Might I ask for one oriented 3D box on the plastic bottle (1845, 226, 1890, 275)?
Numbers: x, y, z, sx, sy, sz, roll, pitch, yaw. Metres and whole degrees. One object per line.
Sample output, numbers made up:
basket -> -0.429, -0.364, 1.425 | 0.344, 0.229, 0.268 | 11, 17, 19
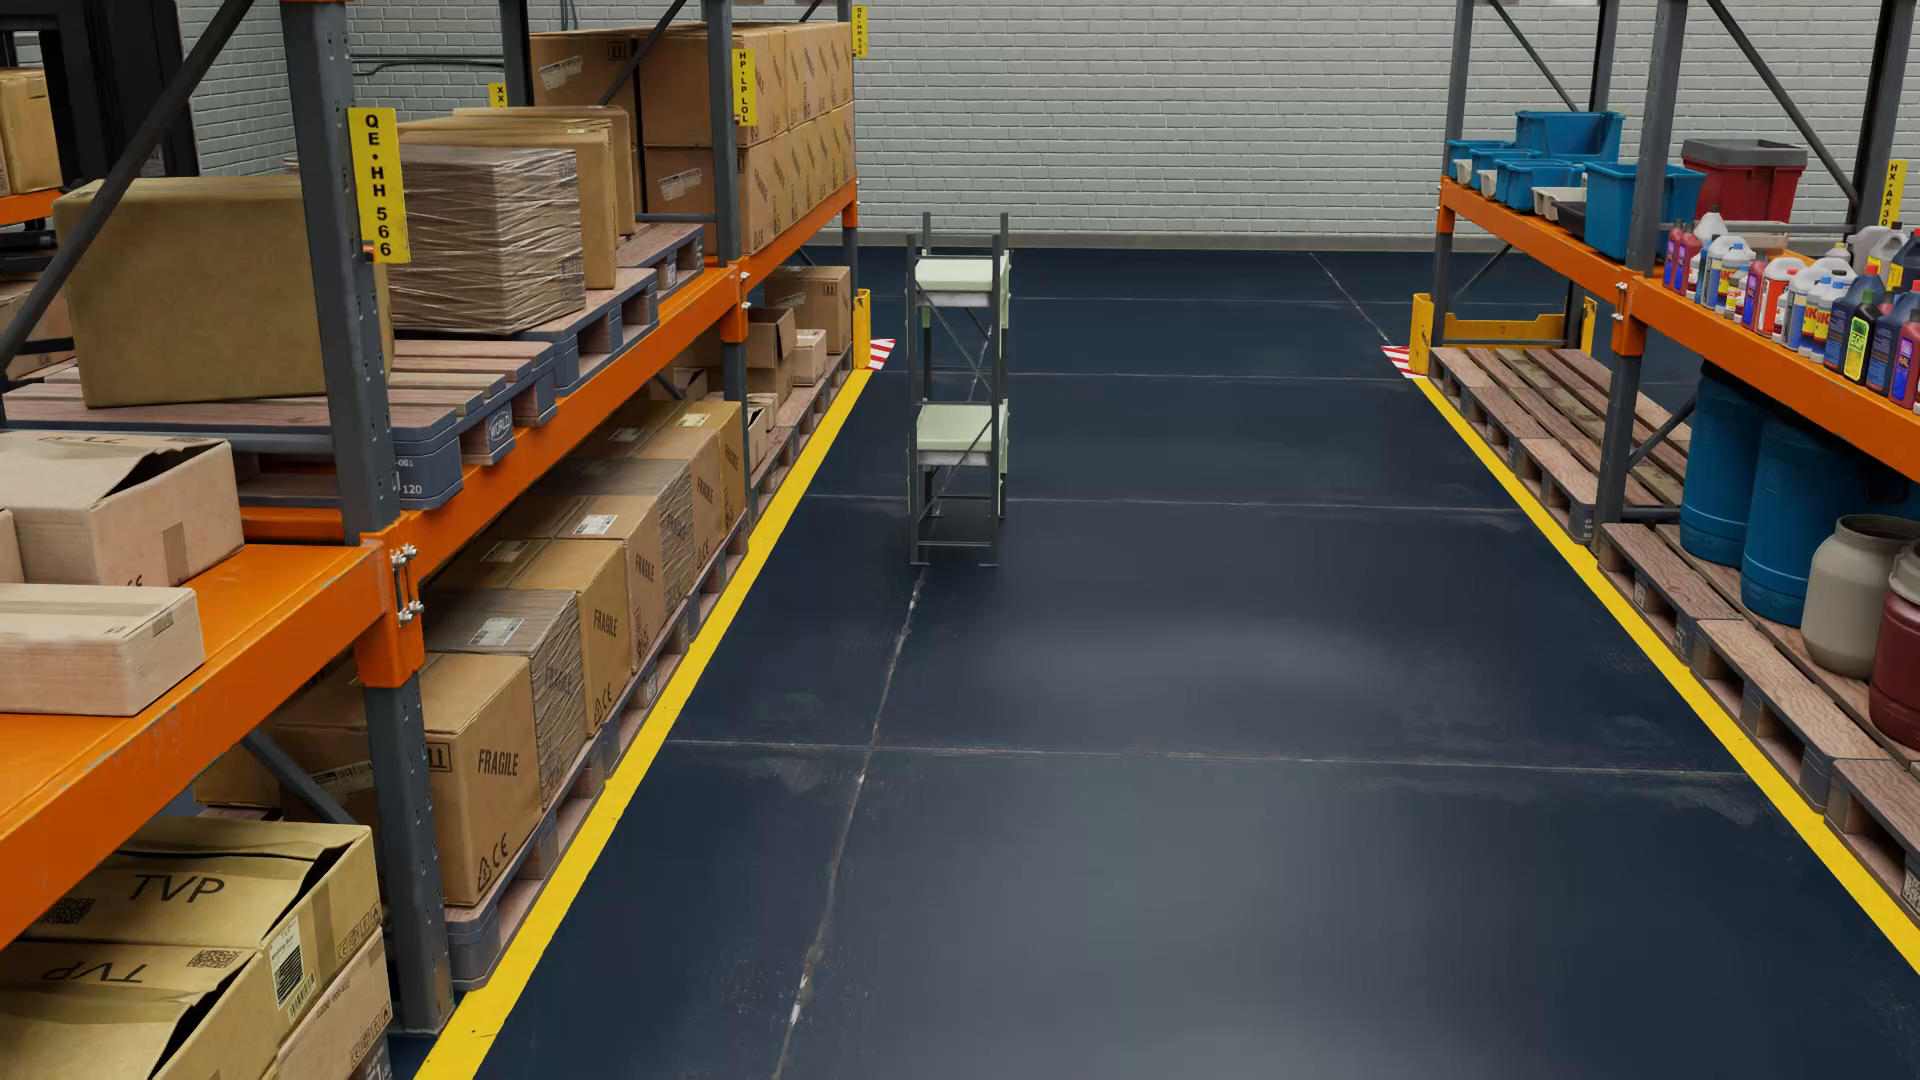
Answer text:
plastic bottle -> 3.729, -1.157, 6.836 | 0.152, 0.276, 0.135 | 1, 18, 4

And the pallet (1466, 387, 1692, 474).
pallet -> 3.534, -0.630, 9.506 | 1.003, 0.211, 1.213 | 1, 18, 4

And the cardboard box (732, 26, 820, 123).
cardboard box -> -1.081, -2.600, 9.276 | 0.500, 0.500, 0.500 | 2, 18, 6

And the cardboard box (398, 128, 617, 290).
cardboard box -> -1.570, -1.154, 5.794 | 0.700, 0.500, 0.500 | -3, 18, -10

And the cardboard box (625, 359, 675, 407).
cardboard box -> -1.747, -0.662, 8.434 | 0.500, 0.500, 0.500 | 1, 18, 4

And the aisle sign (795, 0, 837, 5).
aisle sign -> -0.908, -3.949, 10.984 | 0.394, 0.787, 0.004 | 1, 18, 4

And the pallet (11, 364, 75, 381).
pallet -> -6.229, -0.856, 10.197 | 1.003, 0.211, 1.213 | 1, 18, 4

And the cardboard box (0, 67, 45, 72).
cardboard box -> -6.186, -2.793, 11.148 | 0.980, 0.700, 0.700 | 2, 18, 6

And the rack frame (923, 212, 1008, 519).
rack frame -> 0.026, -0.824, 8.030 | 0.400, 1.500, 0.023 | 1, 18, 4

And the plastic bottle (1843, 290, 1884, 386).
plastic bottle -> 2.856, -0.637, 5.237 | 0.061, 0.283, 0.133 | 1, 18, 4

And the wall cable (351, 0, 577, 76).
wall cable -> -5.398, -5.933, 16.565 | 3.097, 2.526, 0.112 | 1, 18, 4

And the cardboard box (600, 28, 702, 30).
cardboard box -> -1.657, -2.459, 8.843 | 0.500, 0.500, 0.500 | 1, 18, 4

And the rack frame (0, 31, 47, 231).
rack frame -> -6.160, -2.809, 11.679 | 1.000, 3.000, 0.127 | 1, 18, 4

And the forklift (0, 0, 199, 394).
forklift -> -4.434, -1.547, 7.937 | 3.031, 2.935, 1.130 | -11, 21, -31

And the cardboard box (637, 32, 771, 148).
cardboard box -> -1.191, -2.120, 7.810 | 0.500, 0.500, 0.500 | 2, 18, 5

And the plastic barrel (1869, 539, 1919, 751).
plastic barrel -> 3.247, 0.340, 5.267 | 0.600, 0.588, 0.708 | 1, 18, 4

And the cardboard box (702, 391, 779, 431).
cardboard box -> -1.207, -0.714, 9.130 | 0.380, 0.166, 0.250 | 1, 18, 4

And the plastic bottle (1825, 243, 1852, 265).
plastic bottle -> 3.603, -1.119, 6.839 | 0.097, 0.201, 0.097 | 0, 18, 0

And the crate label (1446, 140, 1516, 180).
crate label -> 3.376, -2.468, 10.809 | 0.416, 0.233, 0.303 | 1, 18, 4

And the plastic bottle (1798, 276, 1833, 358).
plastic bottle -> 2.903, -0.754, 5.614 | 0.097, 0.271, 0.097 | 0, 18, 0

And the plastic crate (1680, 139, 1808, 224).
plastic crate -> 3.749, -1.676, 8.022 | 0.402, 0.464, 0.583 | 1, 18, 4

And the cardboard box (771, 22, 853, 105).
cardboard box -> -0.976, -3.078, 10.733 | 0.500, 0.500, 0.500 | 1, 18, 3

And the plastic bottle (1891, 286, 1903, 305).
plastic bottle -> 3.033, -0.691, 5.420 | 0.097, 0.271, 0.097 | 0, 18, 0

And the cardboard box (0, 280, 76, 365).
cardboard box -> -6.146, -1.446, 10.858 | 0.700, 0.500, 0.500 | 1, 18, 4

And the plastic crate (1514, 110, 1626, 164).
plastic crate -> 3.884, -2.525, 10.659 | 0.616, 0.435, 0.499 | 1, 18, 4

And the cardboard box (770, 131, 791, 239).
cardboard box -> -1.163, -1.816, 8.488 | 0.500, 0.500, 0.500 | 2, 18, 5

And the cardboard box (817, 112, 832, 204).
cardboard box -> -1.054, -2.286, 9.922 | 0.500, 0.500, 0.500 | 1, 18, 4

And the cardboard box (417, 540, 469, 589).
cardboard box -> -1.922, 0.307, 5.476 | 0.500, 0.500, 0.500 | 1, 18, 2

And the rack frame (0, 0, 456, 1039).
rack frame -> -1.792, -0.215, 3.762 | 1.000, 3.000, 0.127 | 1, 18, 4

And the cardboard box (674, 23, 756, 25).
cardboard box -> -1.543, -2.928, 10.275 | 0.500, 0.500, 0.500 | 1, 18, 4

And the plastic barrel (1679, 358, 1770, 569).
plastic barrel -> 3.379, -0.379, 6.959 | 0.600, 0.901, 0.708 | 1, 18, 4

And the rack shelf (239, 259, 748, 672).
rack shelf -> -1.649, -0.494, 5.770 | 1.077, 0.370, 4.000 | 1, 18, 4

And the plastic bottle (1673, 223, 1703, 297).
plastic bottle -> 2.974, -1.144, 6.786 | 0.061, 0.283, 0.133 | 1, 18, 4

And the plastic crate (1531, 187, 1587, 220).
plastic crate -> 3.260, -1.796, 8.915 | 0.293, 0.136, 0.466 | 1, 18, 4

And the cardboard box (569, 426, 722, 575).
cardboard box -> -1.299, -0.166, 6.919 | 0.500, 0.500, 0.500 | 1, 18, 4

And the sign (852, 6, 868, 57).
sign -> -0.666, -3.382, 11.059 | 0.100, 0.325, 0.005 | 1, 18, 4

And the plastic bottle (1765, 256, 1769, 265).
plastic bottle -> 3.121, -1.005, 6.493 | 0.097, 0.201, 0.097 | 0, 18, 0

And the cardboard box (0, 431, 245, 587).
cardboard box -> -1.862, -0.061, 3.434 | 0.500, 0.311, 0.500 | 2, 18, 7

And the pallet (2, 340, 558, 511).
pallet -> -1.814, -0.336, 4.439 | 1.213, 0.211, 1.003 | 1, 18, 4

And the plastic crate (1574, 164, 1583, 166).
plastic crate -> 3.844, -2.234, 10.250 | 0.396, 0.136, 0.243 | 1, 18, 4

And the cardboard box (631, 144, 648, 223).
cardboard box -> -1.725, -1.666, 8.029 | 0.500, 0.500, 0.500 | 2, 18, 5

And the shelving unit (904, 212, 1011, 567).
shelving unit -> 0.000, -0.711, 7.683 | 0.431, 1.500, 0.755 | 1, 18, 4

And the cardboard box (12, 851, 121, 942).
cardboard box -> -2.123, 0.782, 3.561 | 0.500, 0.311, 0.500 | 2, 18, 6

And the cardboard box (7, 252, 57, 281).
cardboard box -> -5.955, -1.786, 10.855 | 0.380, 0.149, 0.250 | 2, 18, 5

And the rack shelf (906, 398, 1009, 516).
rack shelf -> 0.000, -0.401, 7.785 | 0.431, 0.370, 0.720 | 1, 18, 4

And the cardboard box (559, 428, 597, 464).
cardboard box -> -1.810, -0.168, 6.926 | 0.500, 0.500, 0.500 | 2, 18, 5

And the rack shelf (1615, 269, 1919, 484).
rack shelf -> 3.292, -0.383, 5.429 | 1.077, 0.370, 4.000 | 1, 18, 4

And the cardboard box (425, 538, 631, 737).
cardboard box -> -1.402, 0.310, 5.466 | 0.500, 0.500, 0.500 | 1, 18, 3

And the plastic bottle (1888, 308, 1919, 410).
plastic bottle -> 2.834, -0.538, 4.935 | 0.061, 0.283, 0.133 | 1, 18, 4

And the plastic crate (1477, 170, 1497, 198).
plastic crate -> 3.222, -2.113, 9.883 | 0.250, 0.136, 0.298 | 1, 18, 4

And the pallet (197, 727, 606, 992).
pallet -> -1.701, 0.879, 4.901 | 1.003, 0.211, 1.213 | 1, 18, 4

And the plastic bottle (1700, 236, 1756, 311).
plastic bottle -> 2.996, -1.038, 6.472 | 0.152, 0.276, 0.135 | 1, 18, 4

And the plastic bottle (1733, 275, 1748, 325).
plastic bottle -> 2.946, -0.906, 6.191 | 0.097, 0.201, 0.097 | 0, 18, 0

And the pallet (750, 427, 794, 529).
pallet -> -1.455, -0.345, 8.639 | 1.003, 0.211, 1.213 | 1, 18, 4

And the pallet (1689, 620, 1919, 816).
pallet -> 3.253, 0.598, 5.759 | 1.003, 0.211, 1.213 | 1, 18, 4

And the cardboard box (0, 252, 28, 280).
cardboard box -> -6.336, -1.795, 10.883 | 0.380, 0.149, 0.250 | 1, 18, 4
